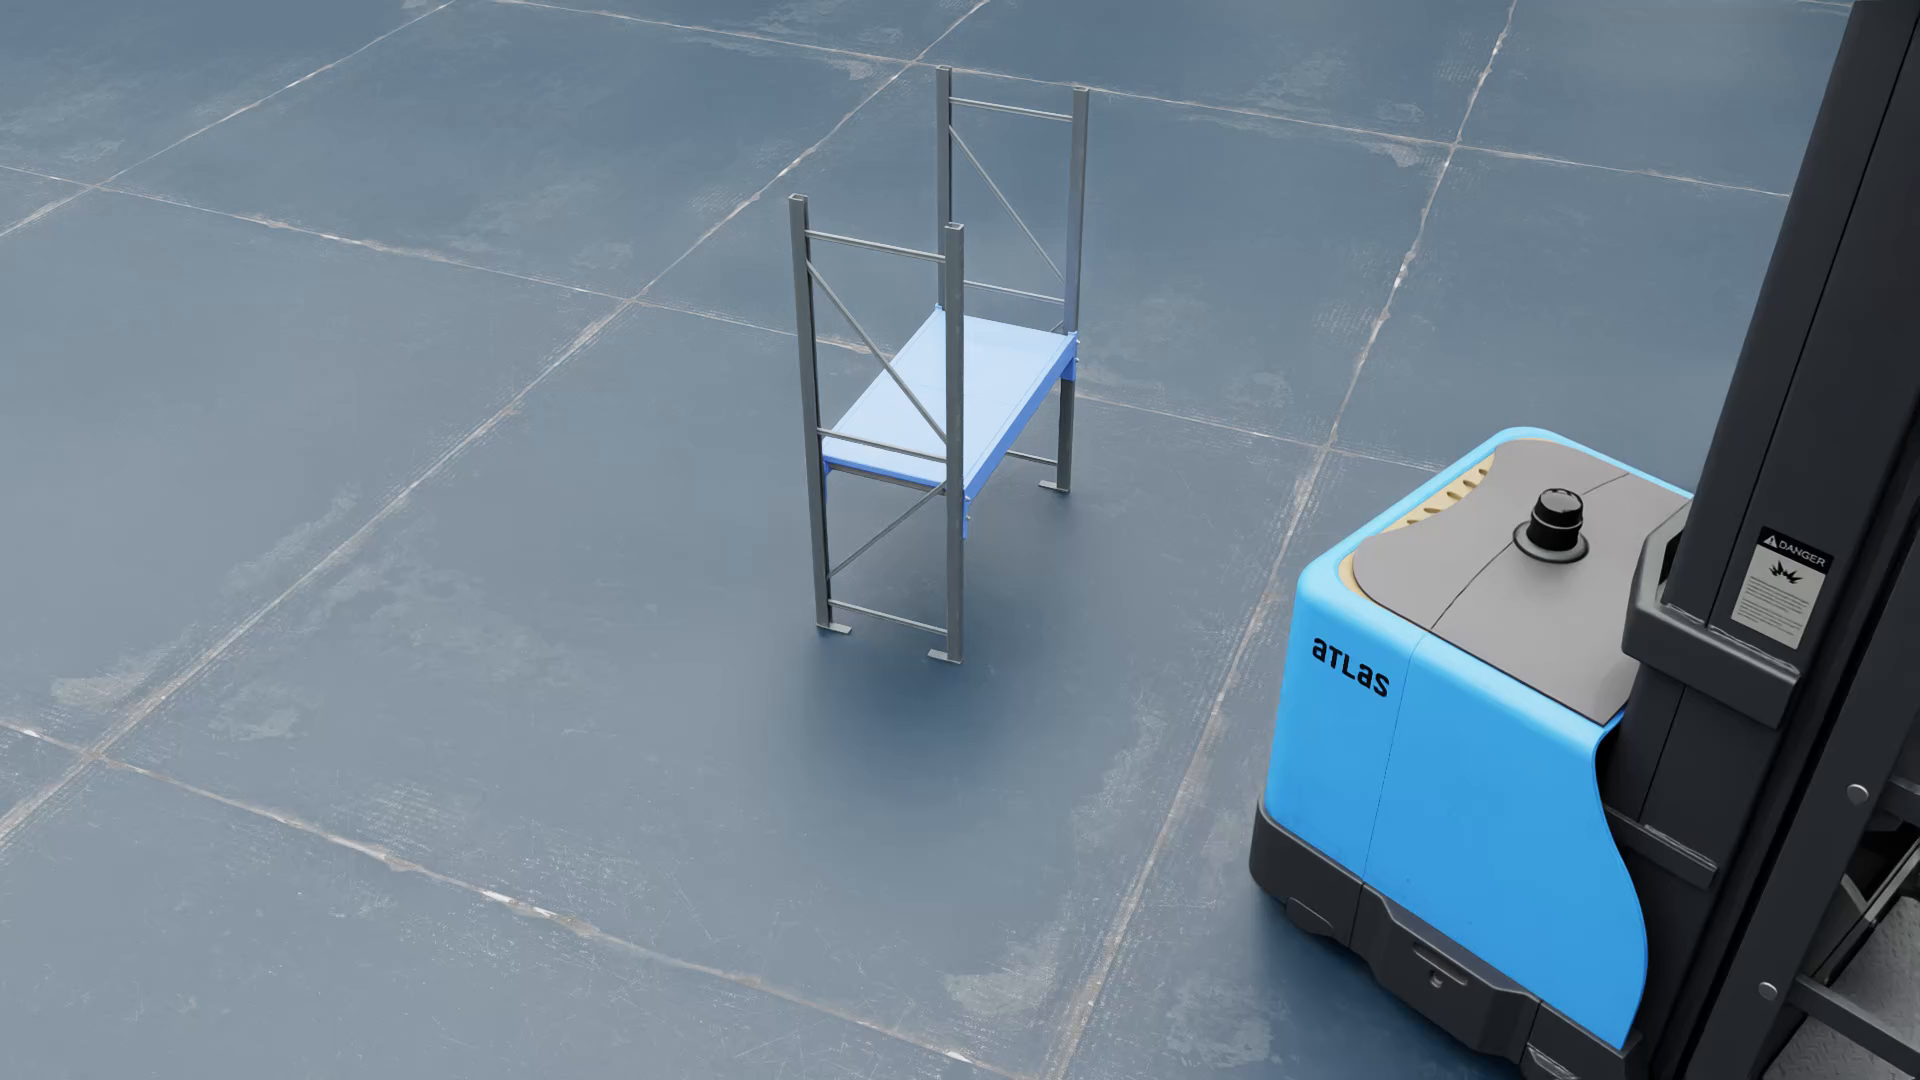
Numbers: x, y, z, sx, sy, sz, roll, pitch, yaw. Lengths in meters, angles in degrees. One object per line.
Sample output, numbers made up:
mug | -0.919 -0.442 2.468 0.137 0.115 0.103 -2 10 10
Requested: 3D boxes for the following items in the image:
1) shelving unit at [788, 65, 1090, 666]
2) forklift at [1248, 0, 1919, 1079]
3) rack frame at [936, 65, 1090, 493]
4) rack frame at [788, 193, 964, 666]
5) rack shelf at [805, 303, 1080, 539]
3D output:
shelving unit | -0.032 -0.553 5.238 0.538 1.500 1.048 14 39 18
forklift | 2.154 0.200 3.035 1.130 2.935 3.031 -30 46 -34
rack frame | 0.161 -0.835 5.614 0.500 1.500 0.032 14 39 18
rack frame | -0.226 -0.272 4.861 0.500 1.500 0.032 14 39 18
rack shelf | -0.032 -0.409 5.345 0.538 0.185 1.000 14 39 18
